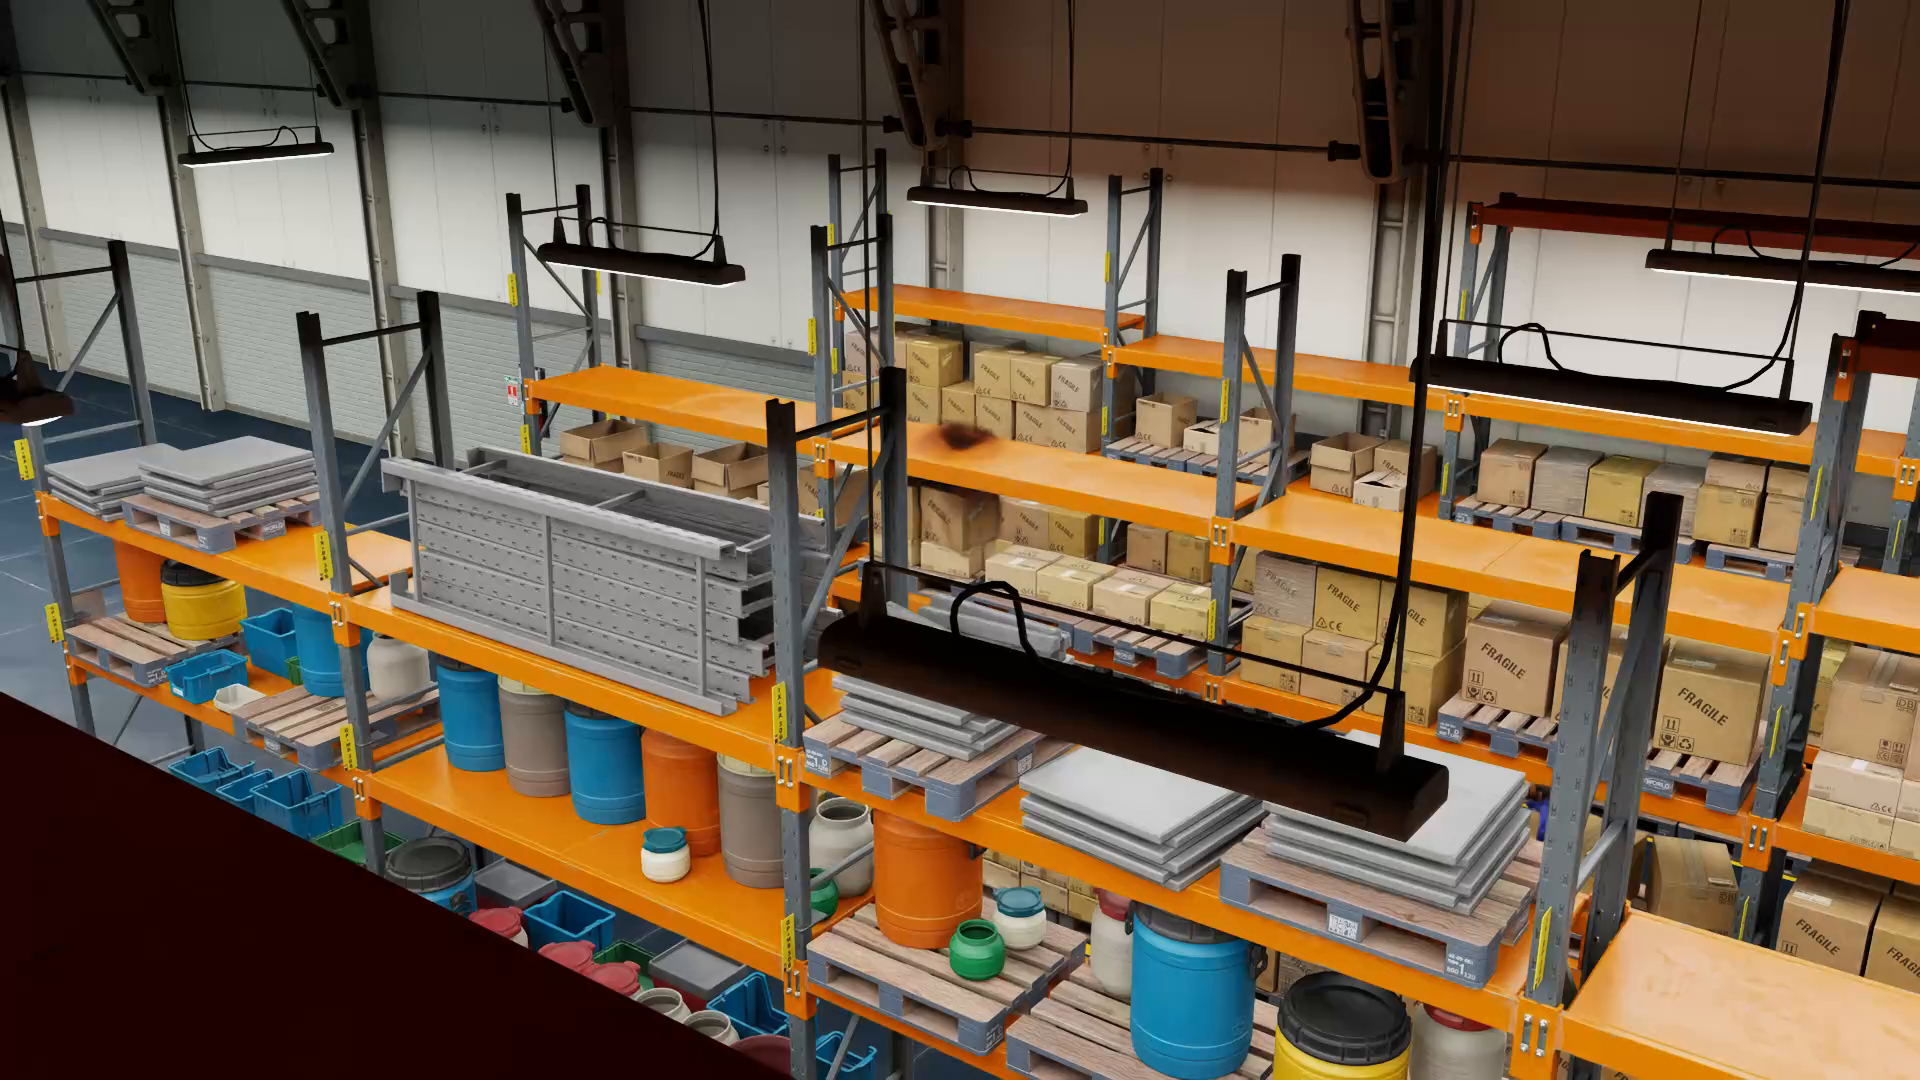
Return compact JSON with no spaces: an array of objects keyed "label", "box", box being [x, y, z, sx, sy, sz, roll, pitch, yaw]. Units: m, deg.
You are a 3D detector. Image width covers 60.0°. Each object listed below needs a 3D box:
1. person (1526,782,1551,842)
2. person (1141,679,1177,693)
[{"label":"person","box":[4.877,2.739,14.275,1.028,1.606,0.628,13,23,35]},{"label":"person","box":[2.121,1.650,17.606,0.964,1.644,0.447,10,21,27]}]
